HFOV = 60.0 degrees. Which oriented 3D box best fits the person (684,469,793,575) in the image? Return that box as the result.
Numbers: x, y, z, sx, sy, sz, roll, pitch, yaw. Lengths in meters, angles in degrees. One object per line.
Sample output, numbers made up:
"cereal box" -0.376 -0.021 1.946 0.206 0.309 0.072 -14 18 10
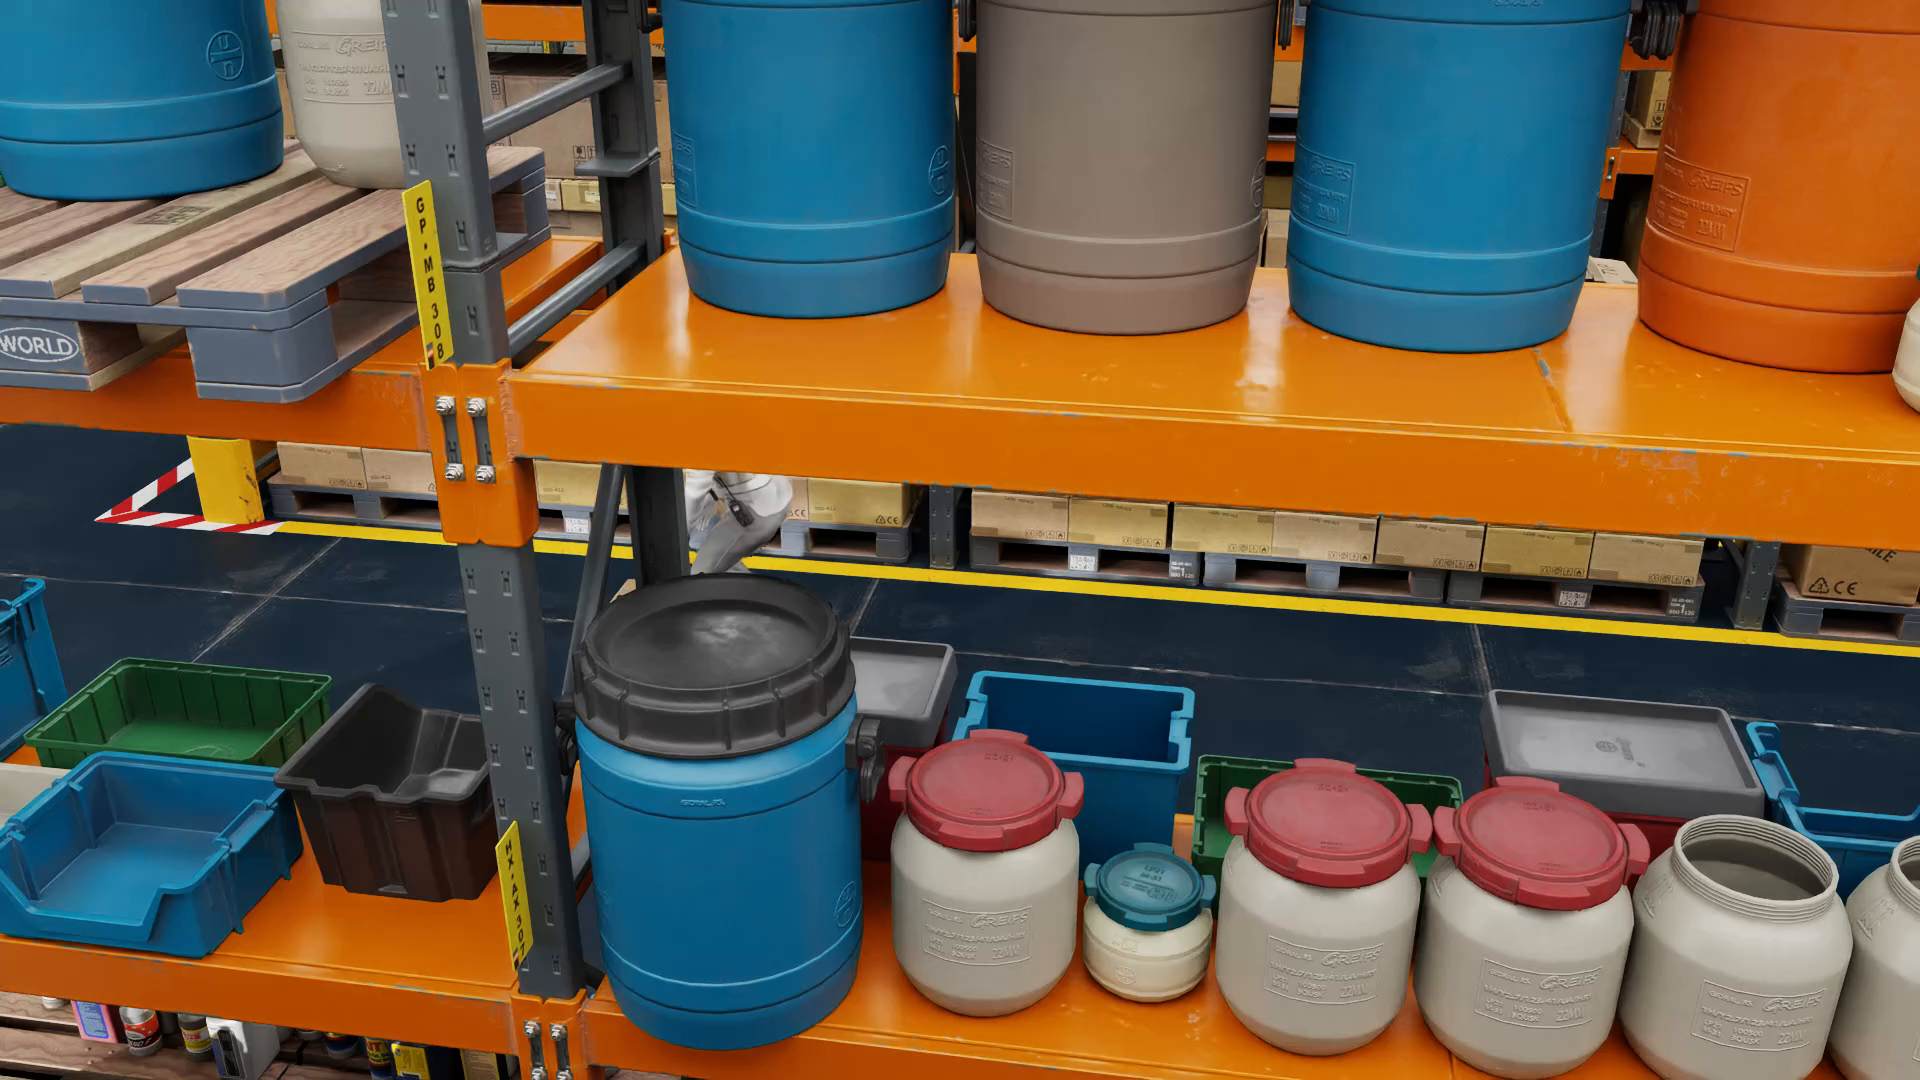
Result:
"person" -1.093 -0.130 7.618 0.634 1.479 0.531 4 25 9
